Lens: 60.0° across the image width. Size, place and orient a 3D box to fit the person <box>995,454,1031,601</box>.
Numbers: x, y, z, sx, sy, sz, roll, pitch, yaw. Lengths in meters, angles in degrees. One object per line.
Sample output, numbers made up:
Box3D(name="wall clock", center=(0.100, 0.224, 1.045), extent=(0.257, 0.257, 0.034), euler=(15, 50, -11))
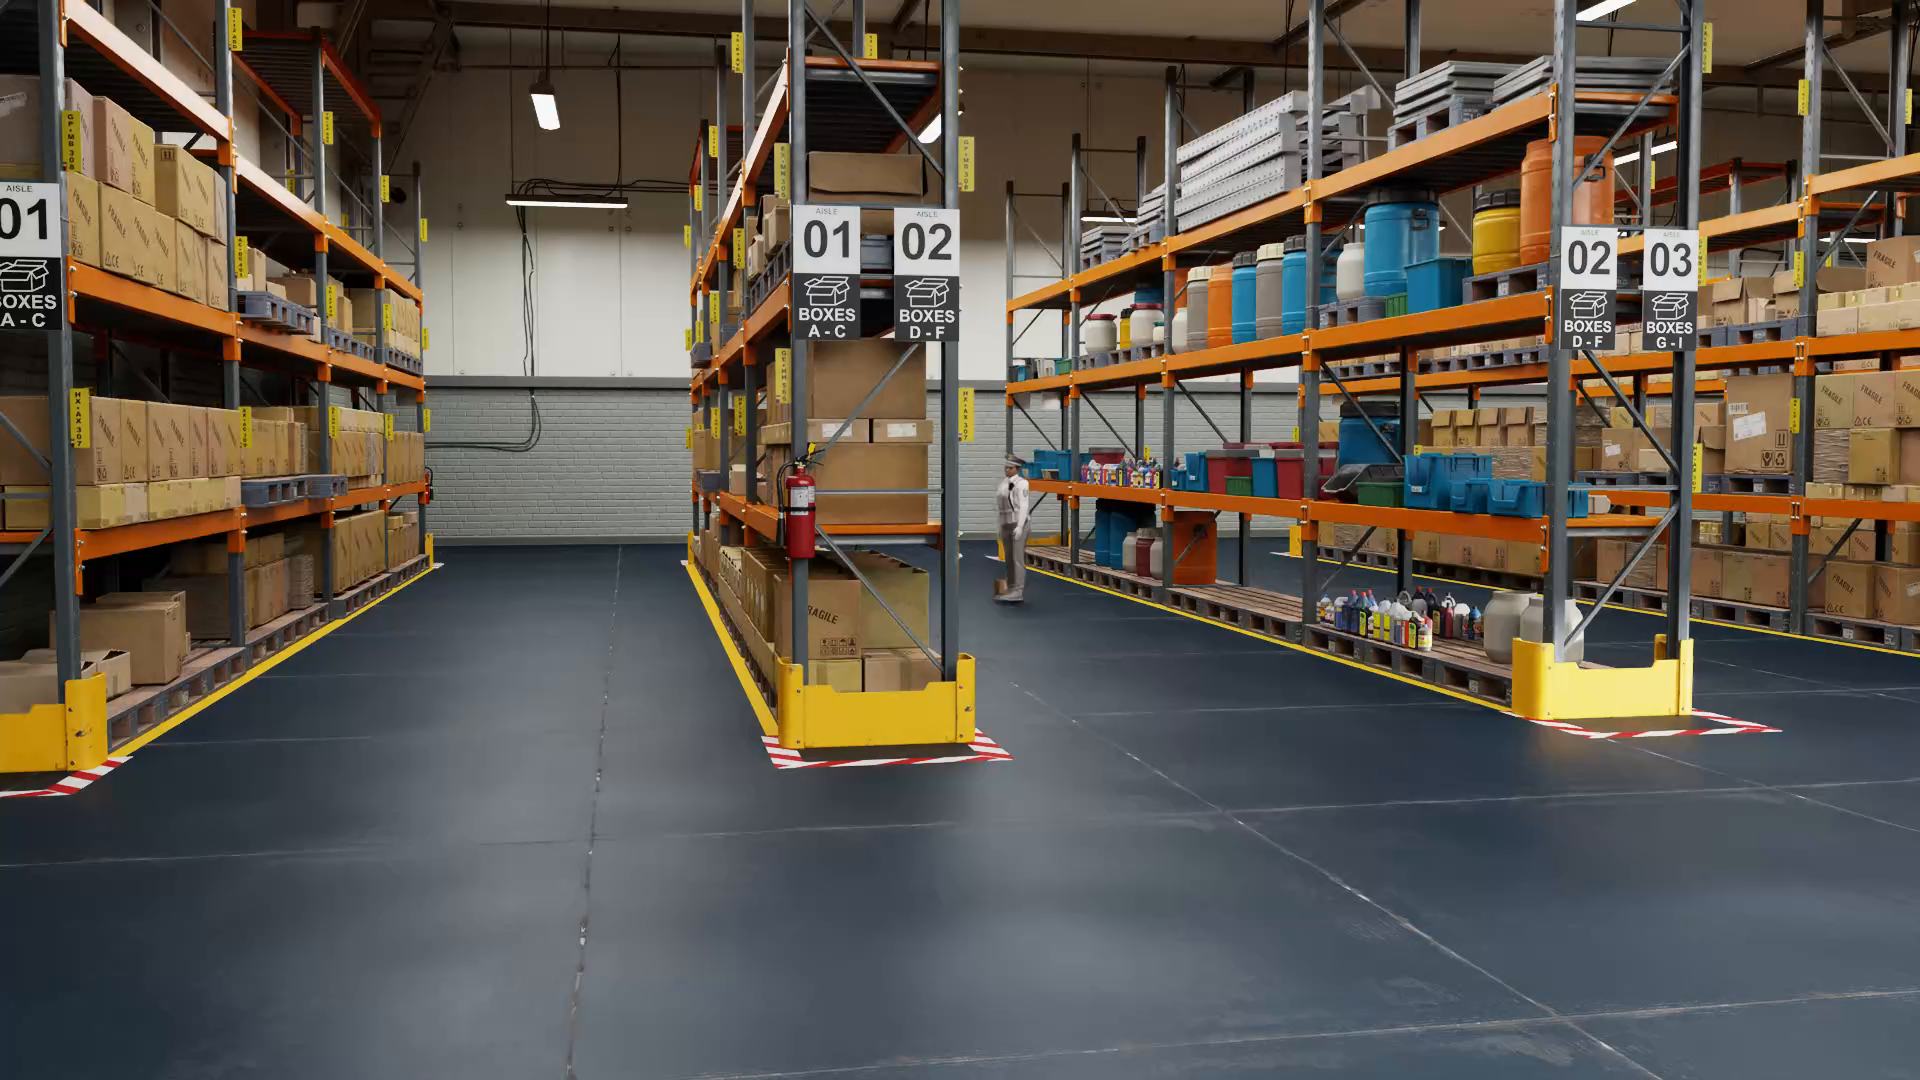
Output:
Box3D(name="person", center=(0.567, -0.134, 18.988), extent=(0.432, 1.686, 0.533), euler=(-2, 4, -34))
